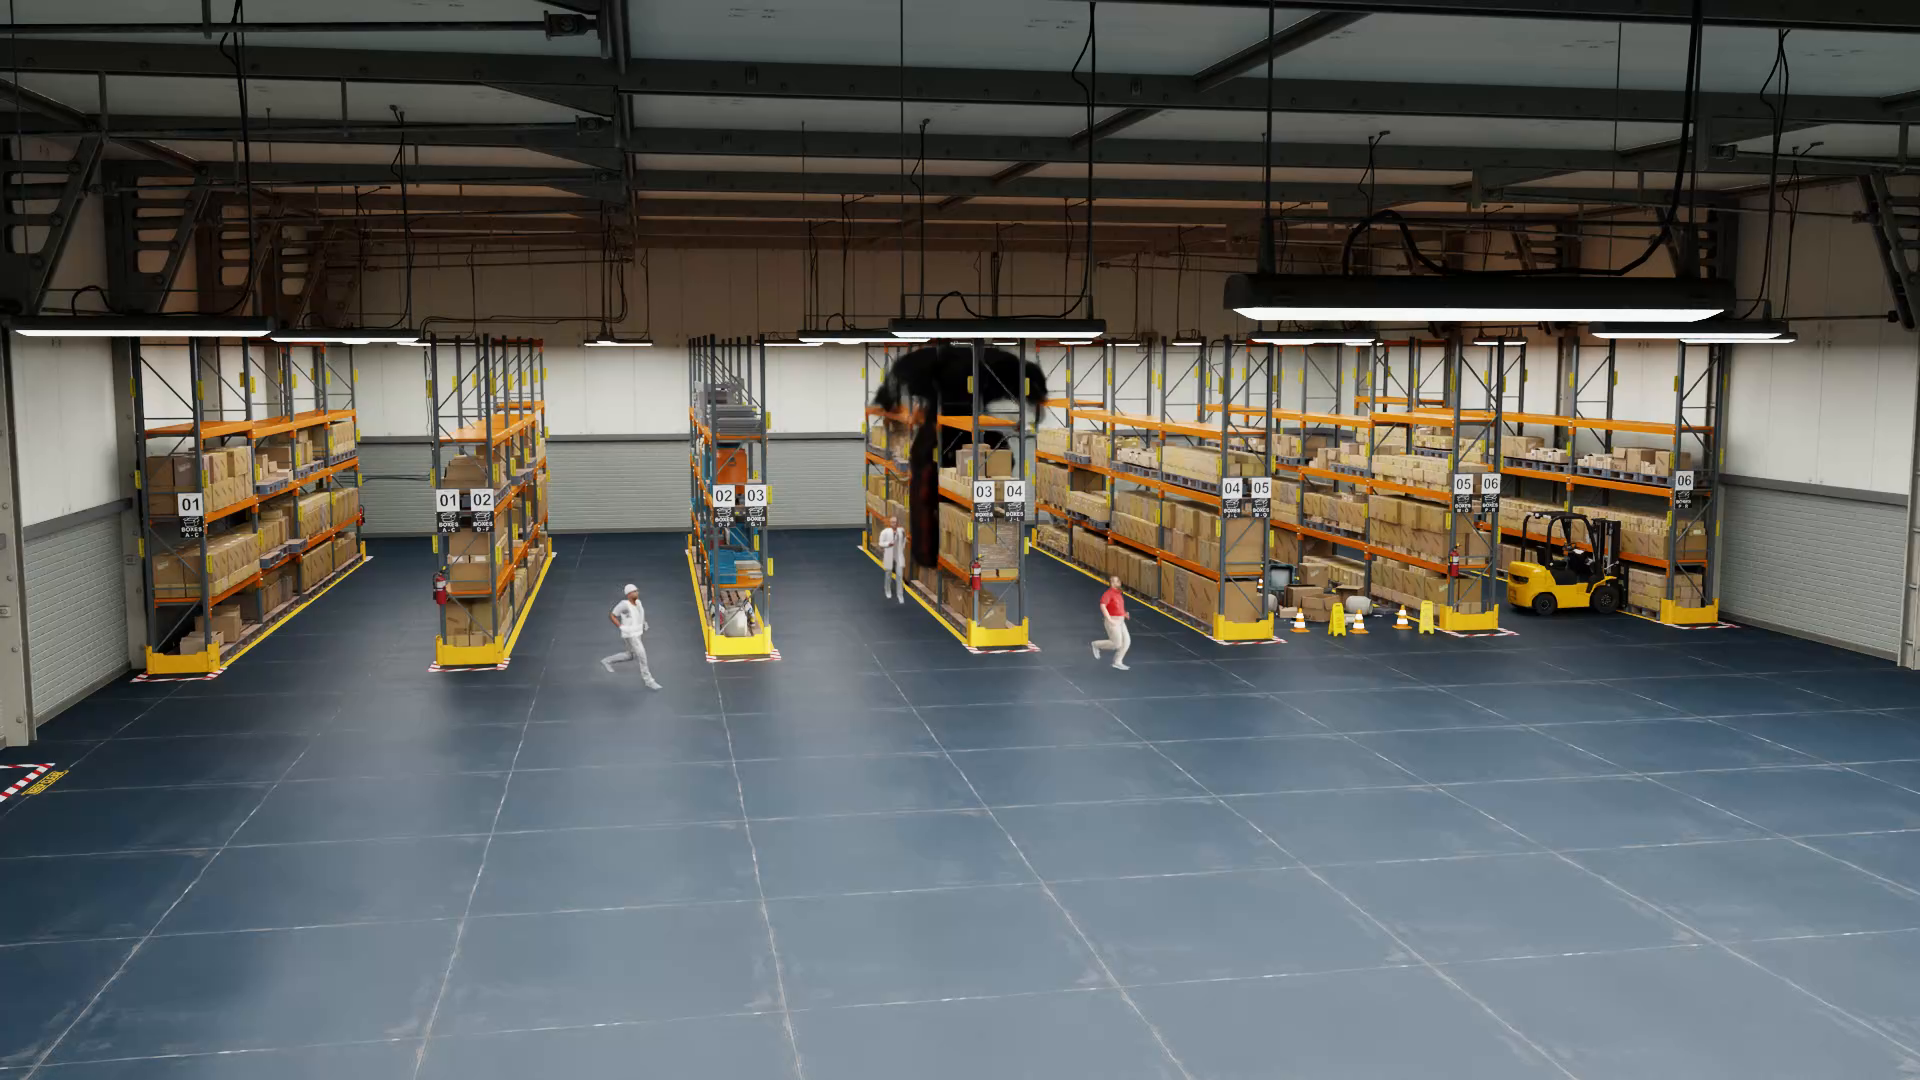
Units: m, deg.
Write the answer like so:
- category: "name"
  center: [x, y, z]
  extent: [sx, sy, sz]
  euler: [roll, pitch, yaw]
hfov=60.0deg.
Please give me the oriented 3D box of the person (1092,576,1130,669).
- category: "person"
  center: [2.731, 1.482, 29.904]
  extent: [0.659, 1.686, 0.683]
  euler: [4, 7, 28]

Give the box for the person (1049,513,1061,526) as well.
- category: "person"
  center: [2.836, -0.865, 49.699]
  extent: [0.972, 1.764, 0.699]
  euler: [-3, 7, -21]

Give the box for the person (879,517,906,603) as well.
- category: "person"
  center: [-1.446, 0.411, 36.089]
  extent: [0.654, 1.844, 0.909]
  euler: [-2, 7, -14]

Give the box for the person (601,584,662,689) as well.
- category: "person"
  center: [-5.594, 1.627, 28.271]
  extent: [1.142, 1.775, 0.650]
  euler: [1, 7, 11]
